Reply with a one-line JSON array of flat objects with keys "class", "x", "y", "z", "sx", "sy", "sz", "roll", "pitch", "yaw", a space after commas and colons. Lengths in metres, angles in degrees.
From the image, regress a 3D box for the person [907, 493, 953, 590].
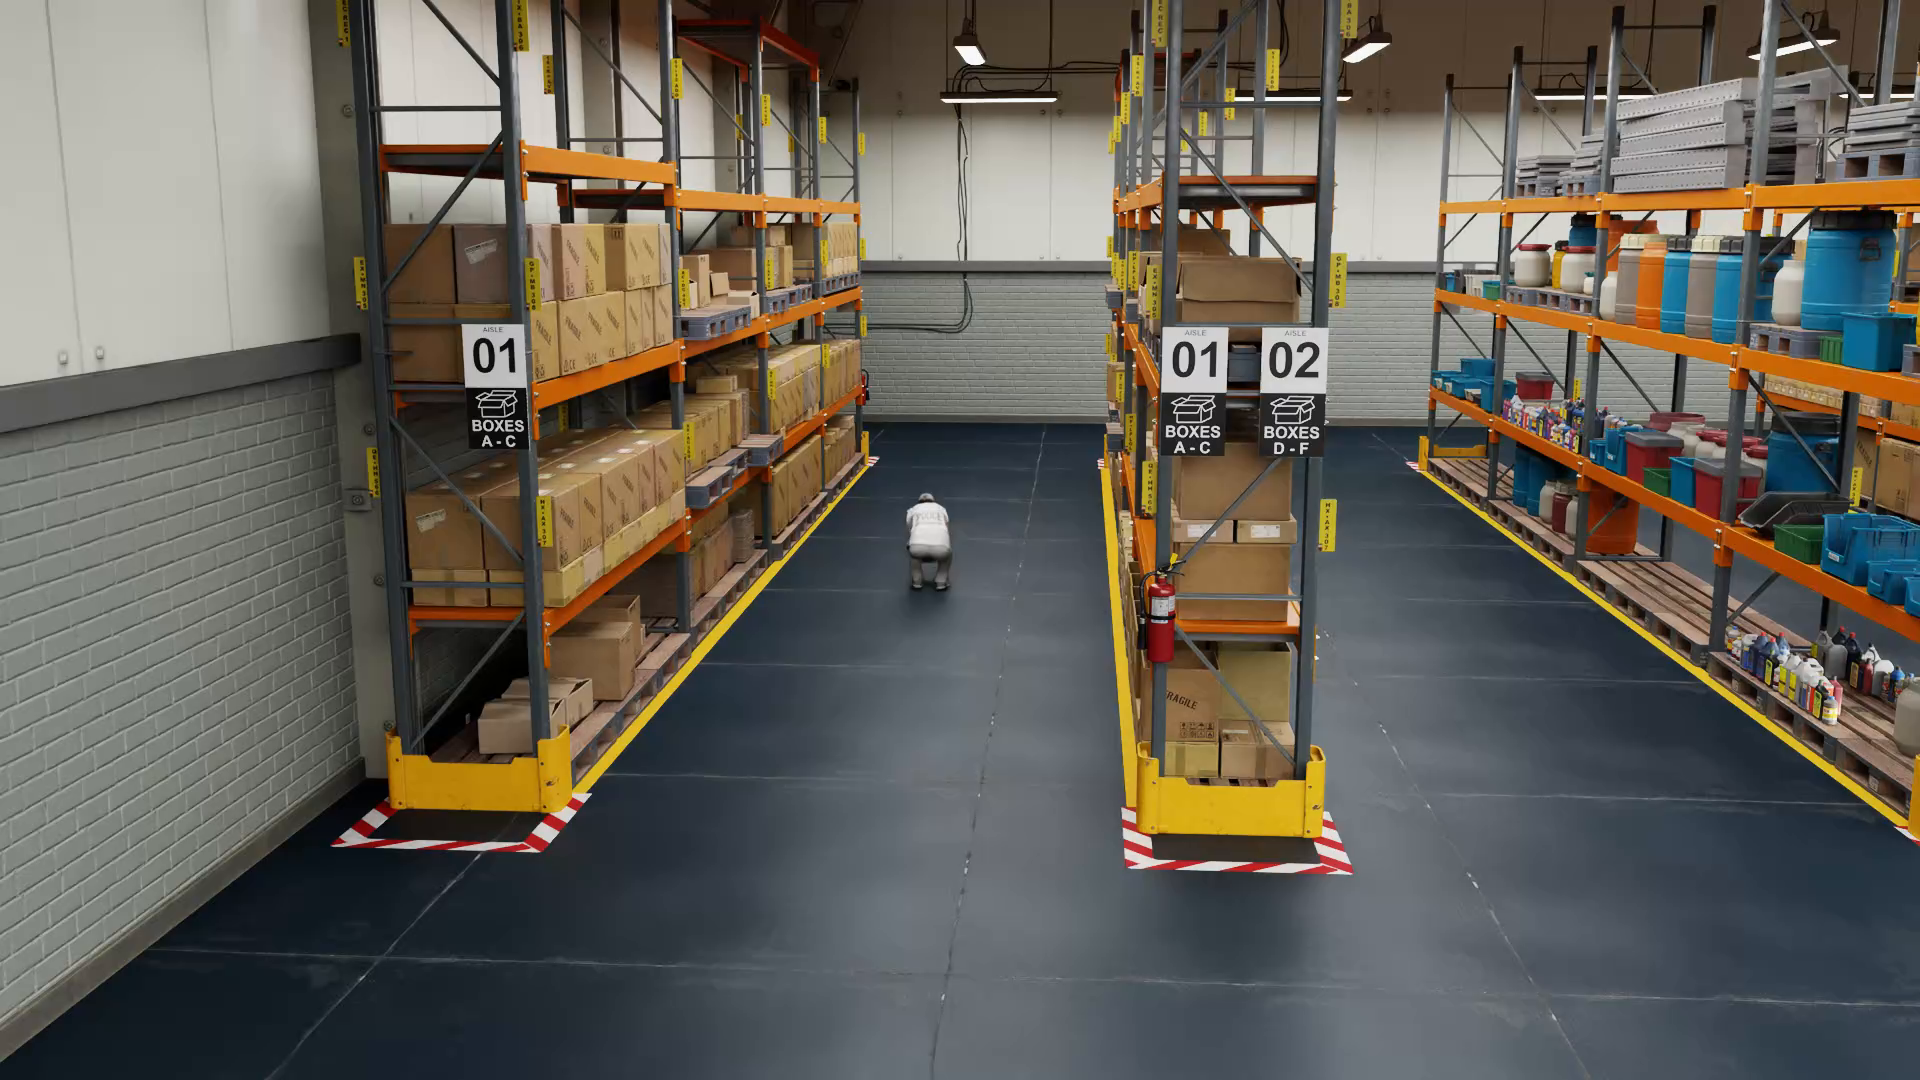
[{"class": "person", "x": -0.326, "y": 0.025, "z": 17.718, "sx": 0.497, "sy": 0.955, "sz": 0.861, "roll": 0, "pitch": 11, "yaw": 2}]
